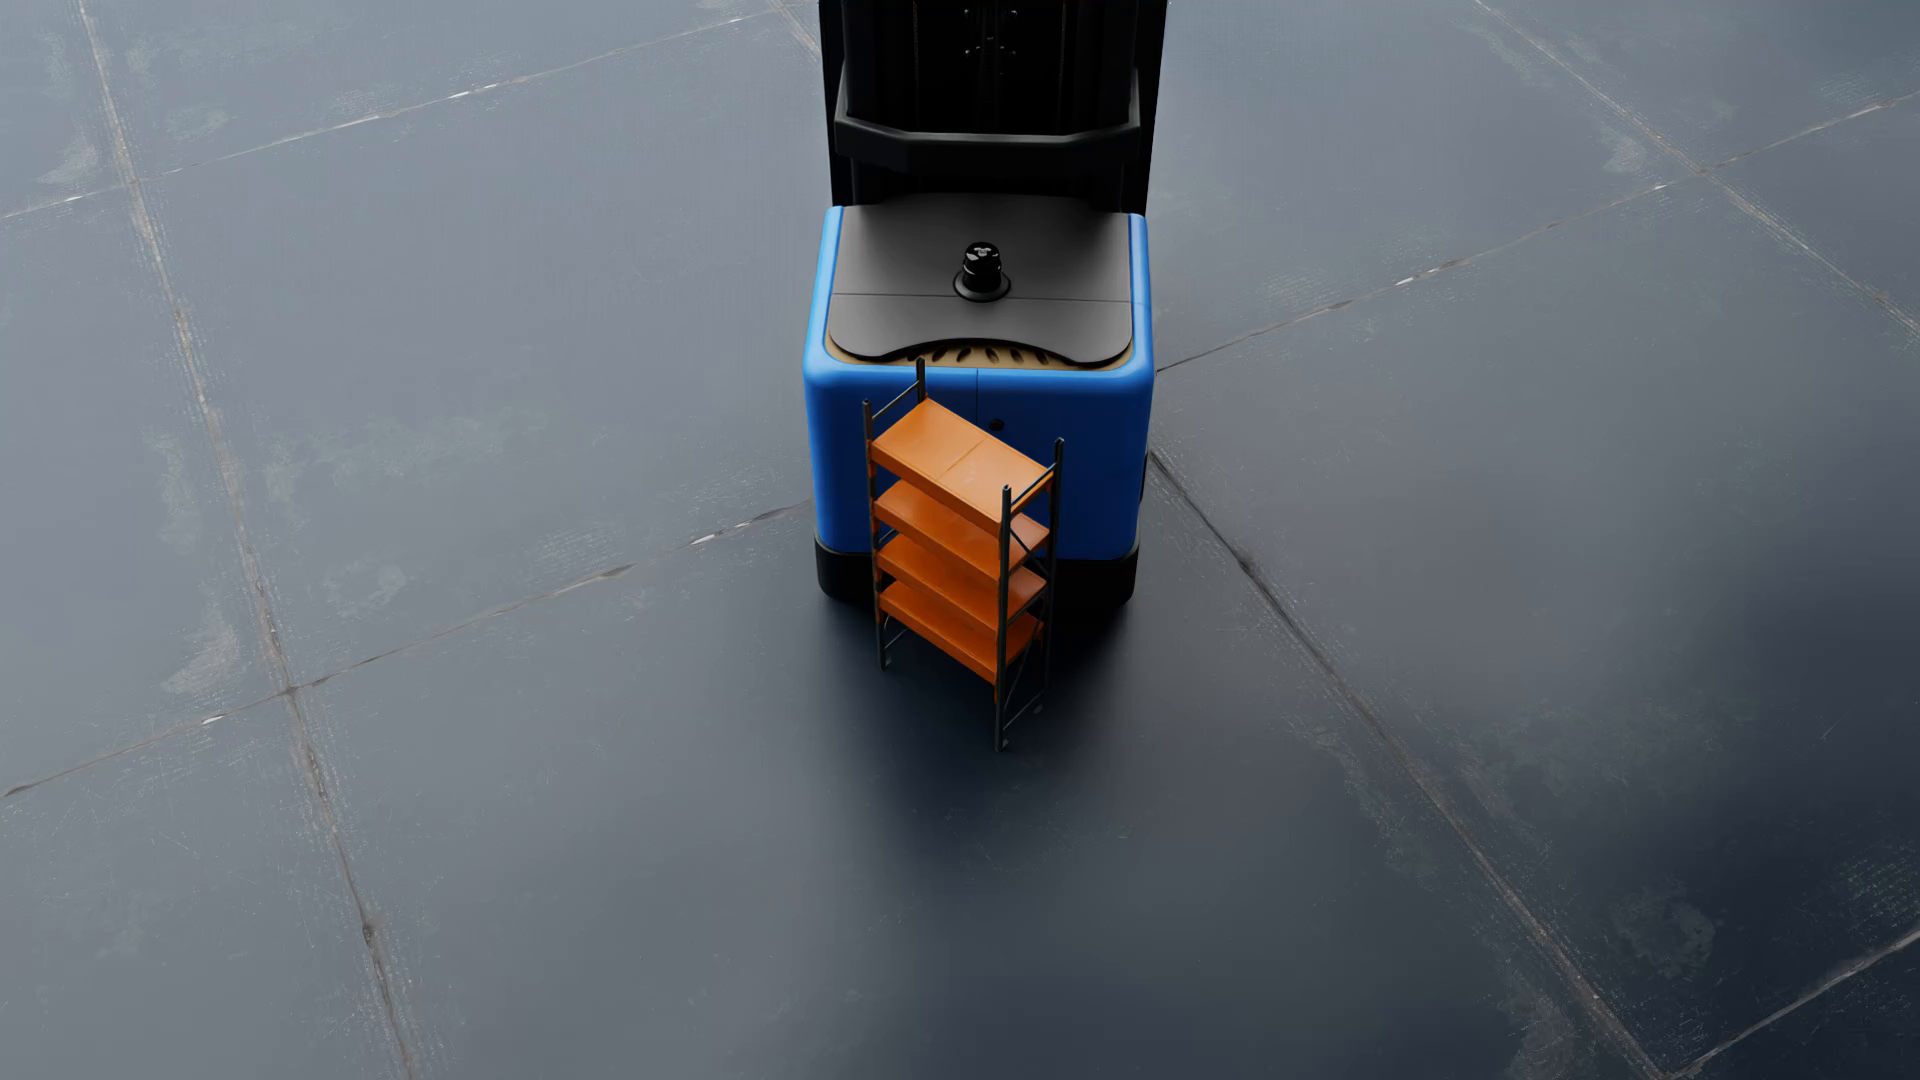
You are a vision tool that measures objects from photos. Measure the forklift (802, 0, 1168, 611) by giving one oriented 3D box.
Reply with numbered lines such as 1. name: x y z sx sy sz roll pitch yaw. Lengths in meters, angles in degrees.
1. forklift: 0.111 -1.838 5.410 1.130 2.935 3.031 2 49 2

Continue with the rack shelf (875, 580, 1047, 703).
1. rack shelf: 0.005 0.252 5.085 0.480 0.148 0.258 33 56 25

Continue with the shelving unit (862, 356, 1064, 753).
1. shelving unit: 0.005 0.077 4.885 0.503 1.200 0.258 33 56 25

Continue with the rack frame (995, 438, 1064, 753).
1. rack frame: 0.192 0.196 4.781 0.015 1.200 0.240 33 56 25

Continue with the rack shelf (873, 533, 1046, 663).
1. rack shelf: 0.005 0.122 4.936 0.480 0.148 0.258 33 56 25

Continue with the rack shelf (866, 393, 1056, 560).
1. rack shelf: 0.005 -0.181 4.590 0.480 0.148 0.258 33 56 25

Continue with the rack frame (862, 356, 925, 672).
1. rack frame: -0.181 -0.041 4.989 0.015 1.200 0.240 33 56 25

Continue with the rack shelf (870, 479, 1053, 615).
1. rack shelf: 0.005 -0.026 4.768 0.480 0.148 0.258 33 56 25
